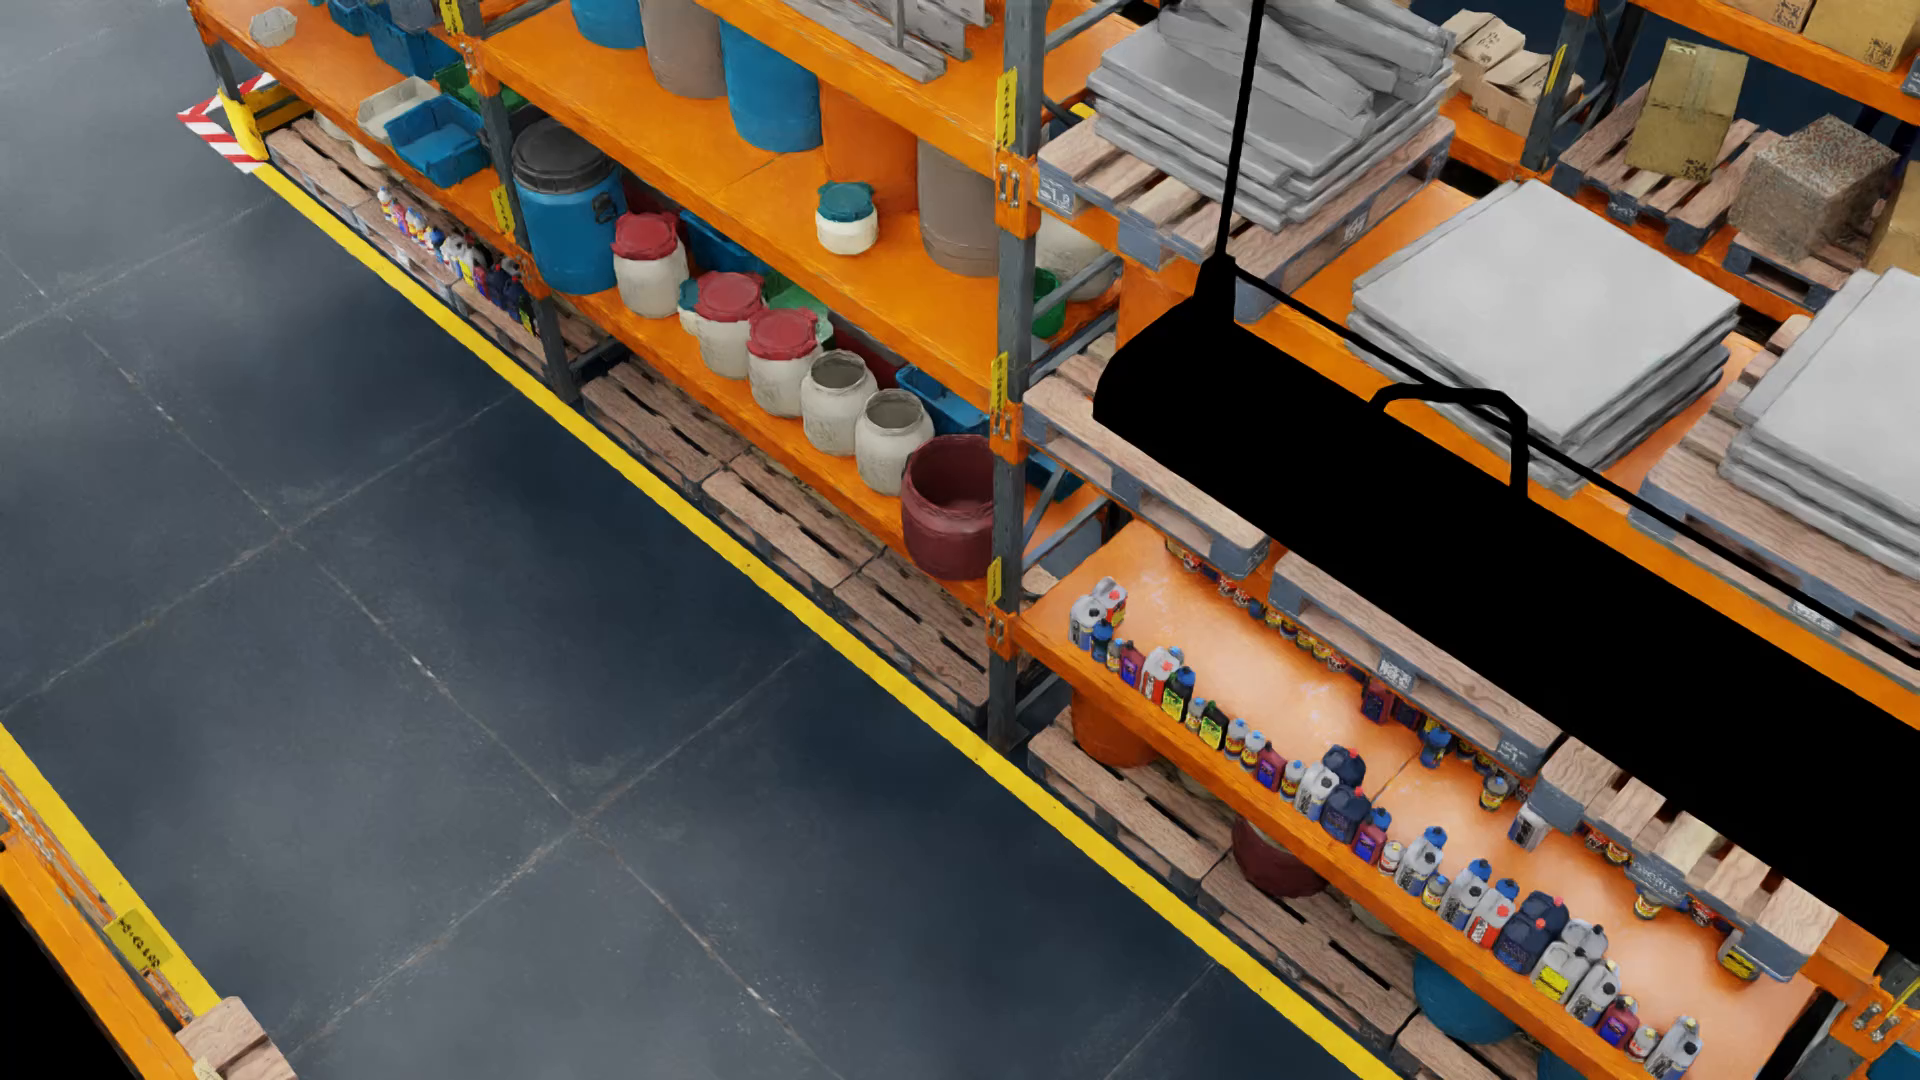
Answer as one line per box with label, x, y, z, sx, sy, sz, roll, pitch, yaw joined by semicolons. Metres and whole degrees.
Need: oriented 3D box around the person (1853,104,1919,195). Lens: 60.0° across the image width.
person;6.872;-3.307;12.072;0.577;1.657;0.445;16;52;13
